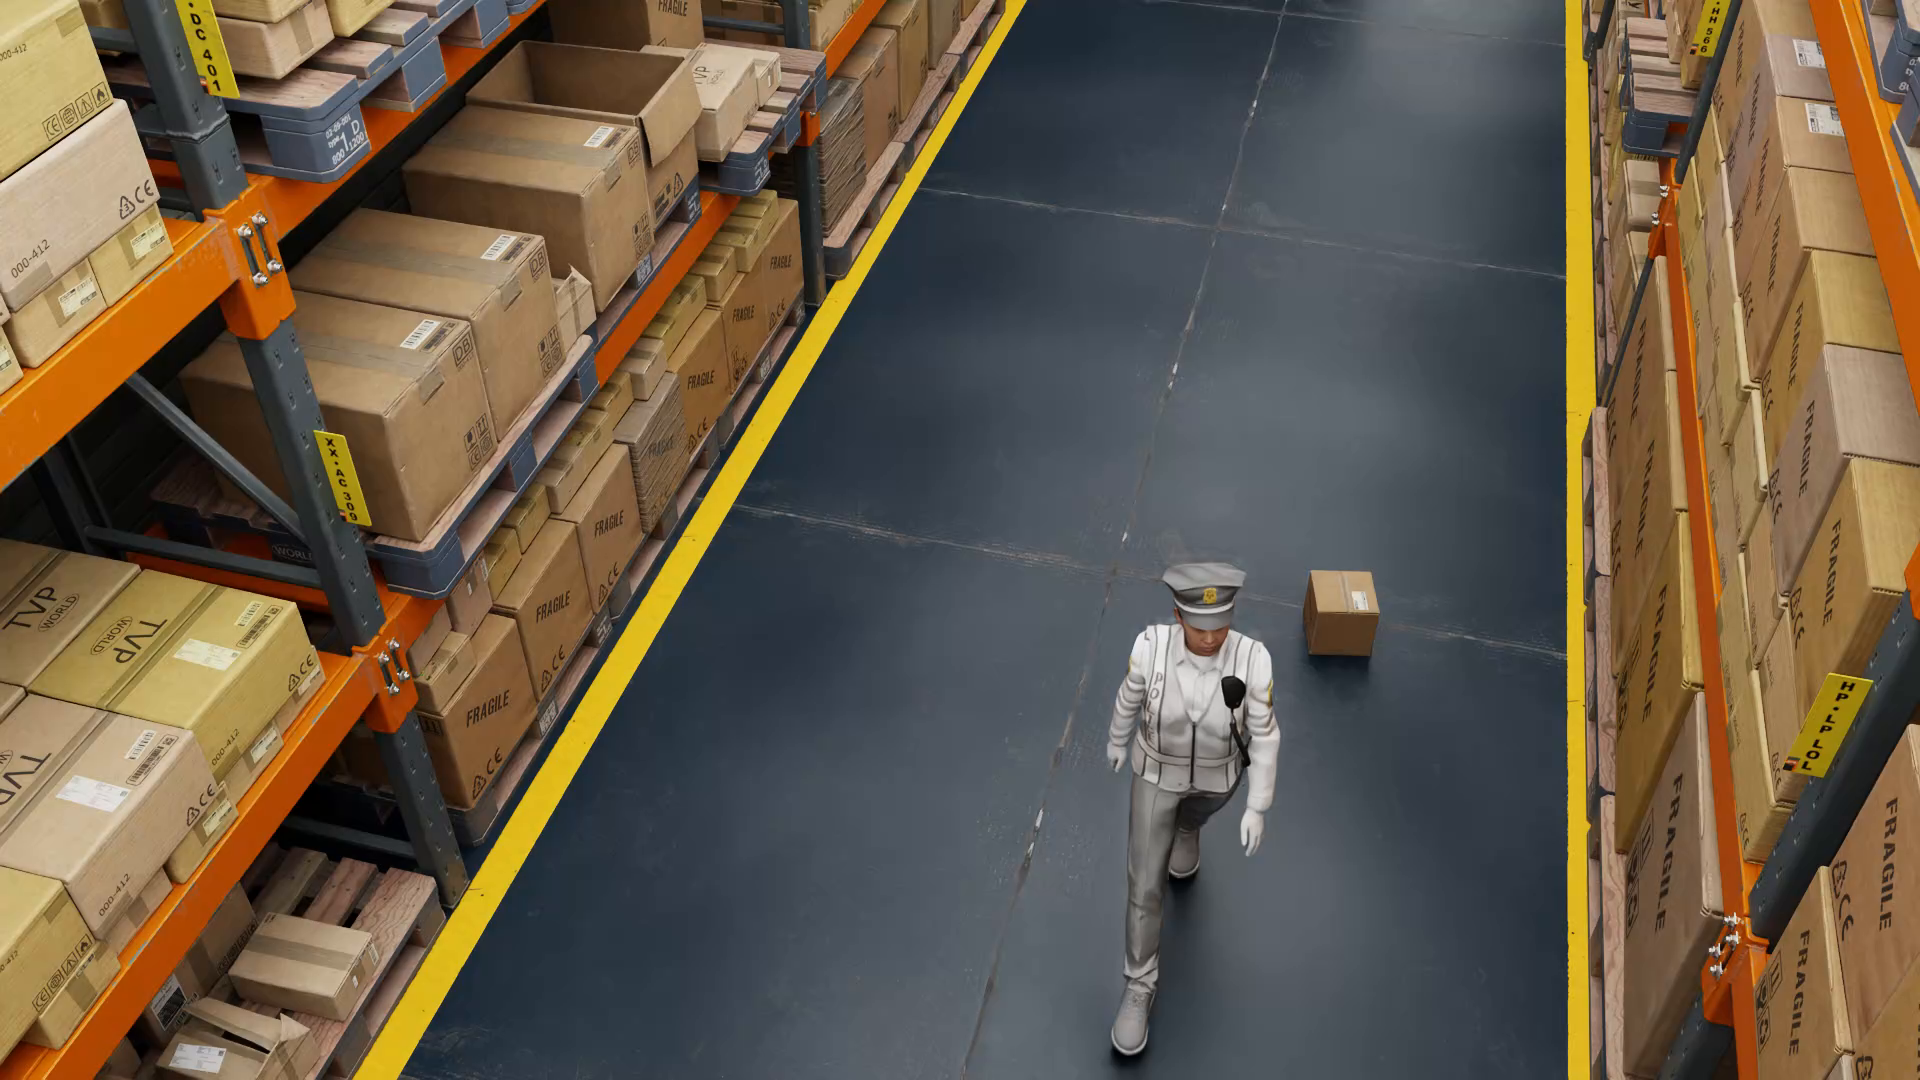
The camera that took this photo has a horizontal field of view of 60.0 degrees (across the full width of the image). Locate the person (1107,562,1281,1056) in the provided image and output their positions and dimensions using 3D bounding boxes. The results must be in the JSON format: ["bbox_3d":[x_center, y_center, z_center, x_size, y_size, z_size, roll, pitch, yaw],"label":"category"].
[{"bbox_3d":[0.732,0.760,5.251,0.515,1.625,1.012,2,41,2],"label":"person"}]
